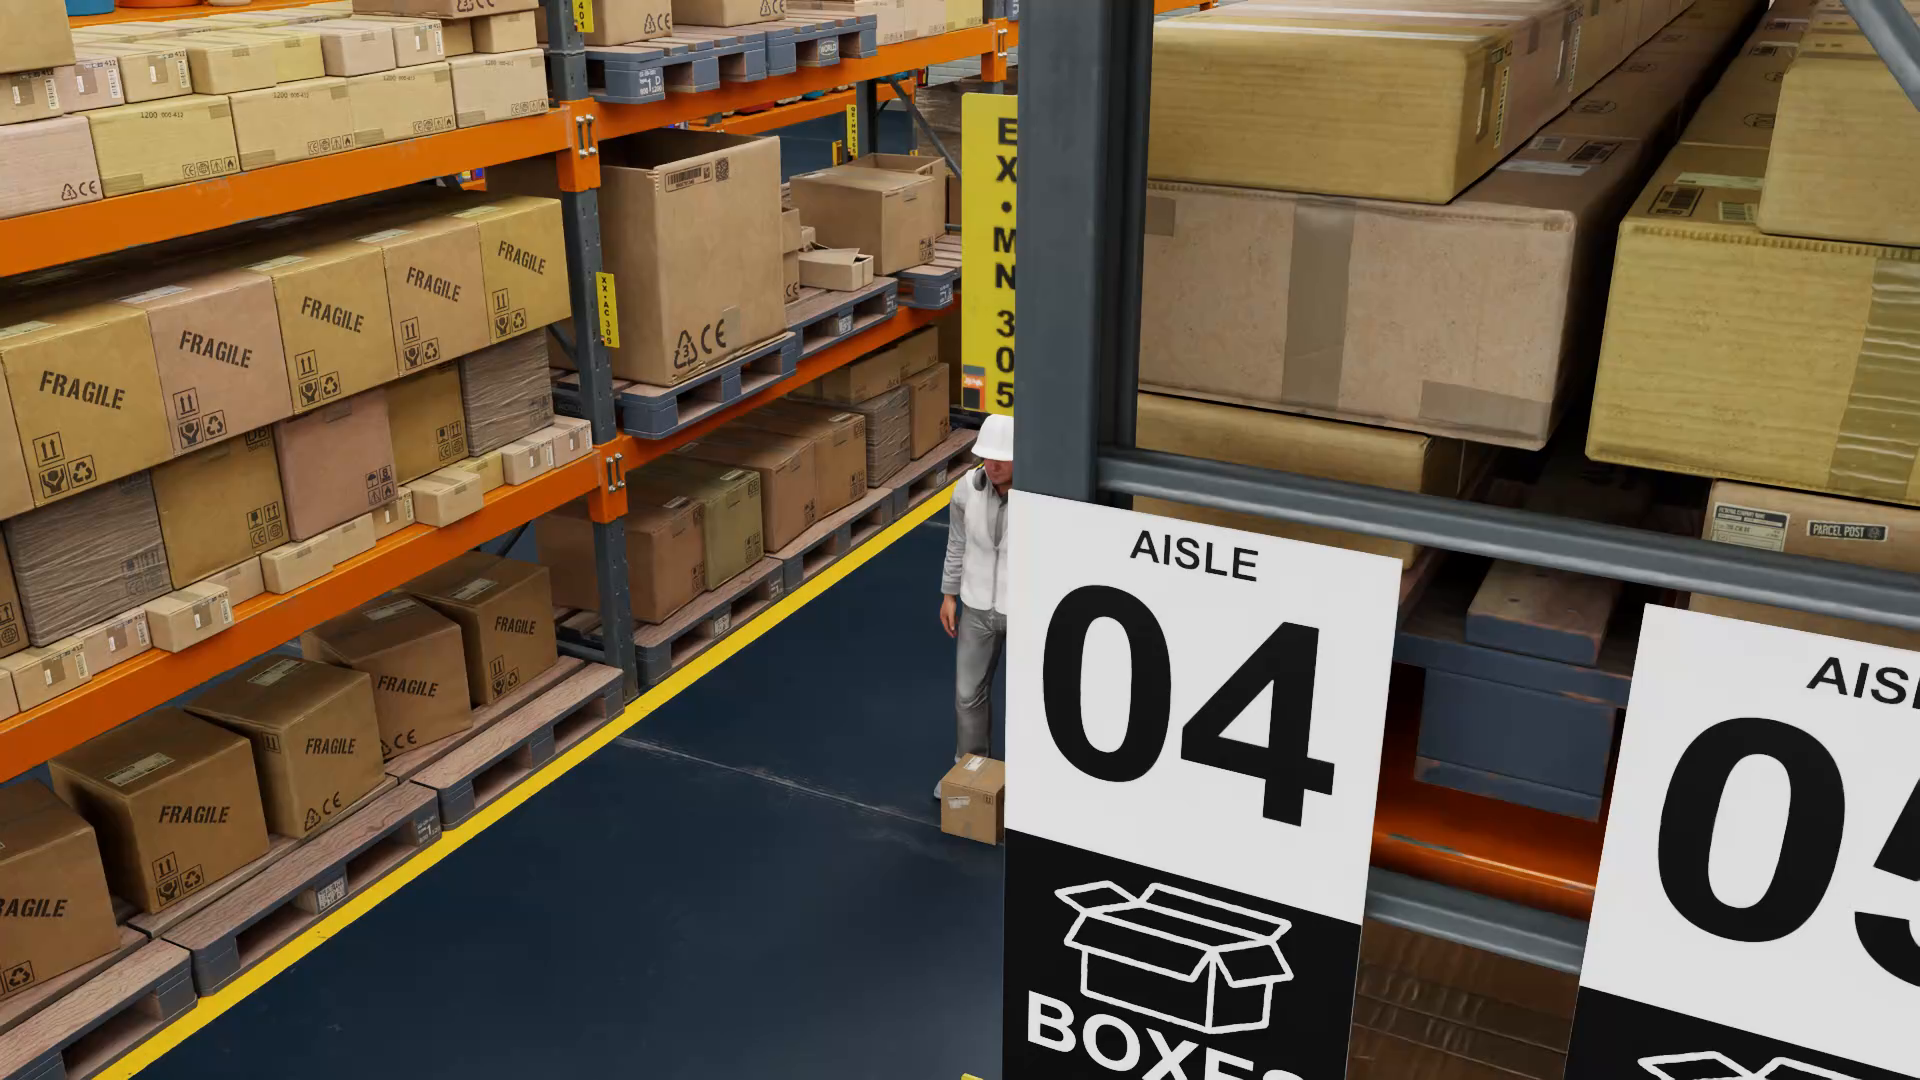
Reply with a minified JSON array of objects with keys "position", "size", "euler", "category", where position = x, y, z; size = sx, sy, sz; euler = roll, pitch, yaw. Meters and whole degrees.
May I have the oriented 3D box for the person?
[{"position":[0.192,0.287,6.868],"size":[0.580,1.772,0.460],"euler":[11,25,25],"category":"person"}]
